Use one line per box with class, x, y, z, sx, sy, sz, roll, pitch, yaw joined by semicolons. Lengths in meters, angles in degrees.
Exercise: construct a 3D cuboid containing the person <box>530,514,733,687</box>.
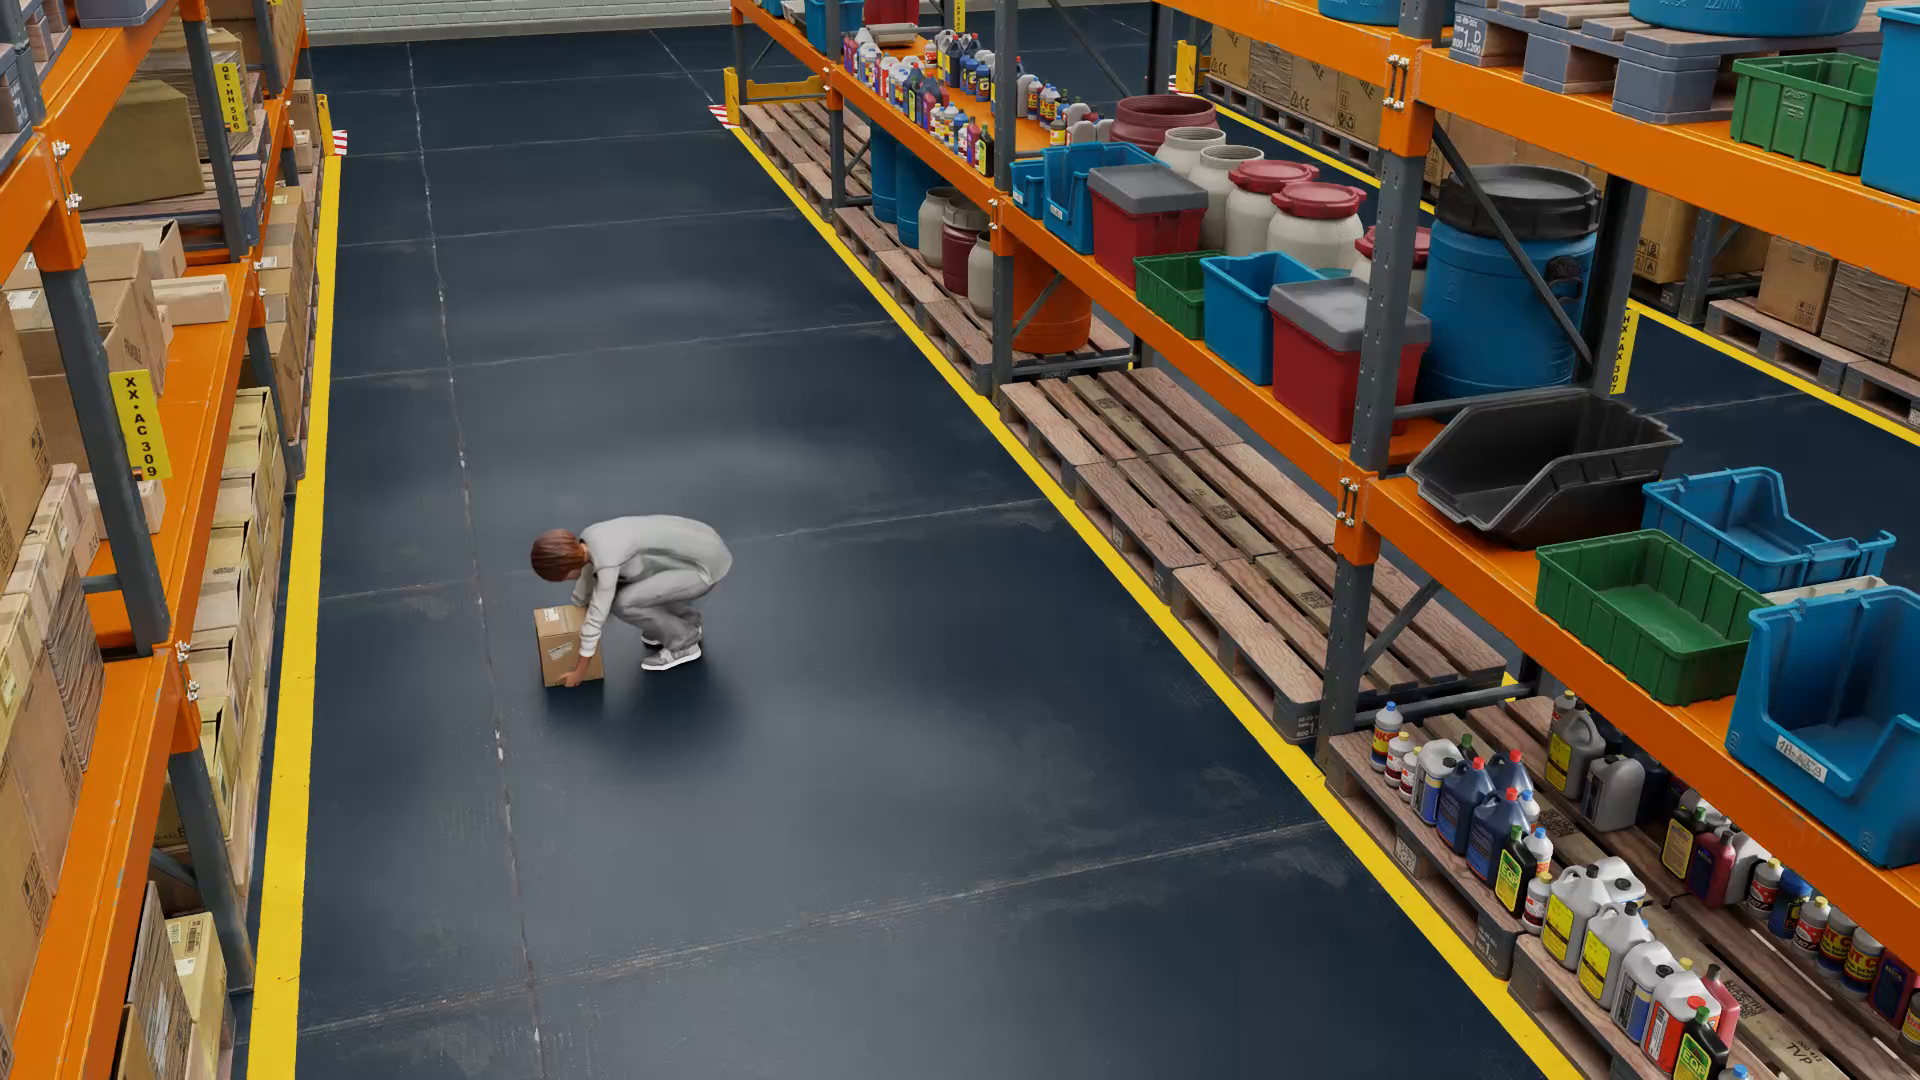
person;-1.405;0.232;7.226;0.854;0.699;0.422;-9;28;-17
